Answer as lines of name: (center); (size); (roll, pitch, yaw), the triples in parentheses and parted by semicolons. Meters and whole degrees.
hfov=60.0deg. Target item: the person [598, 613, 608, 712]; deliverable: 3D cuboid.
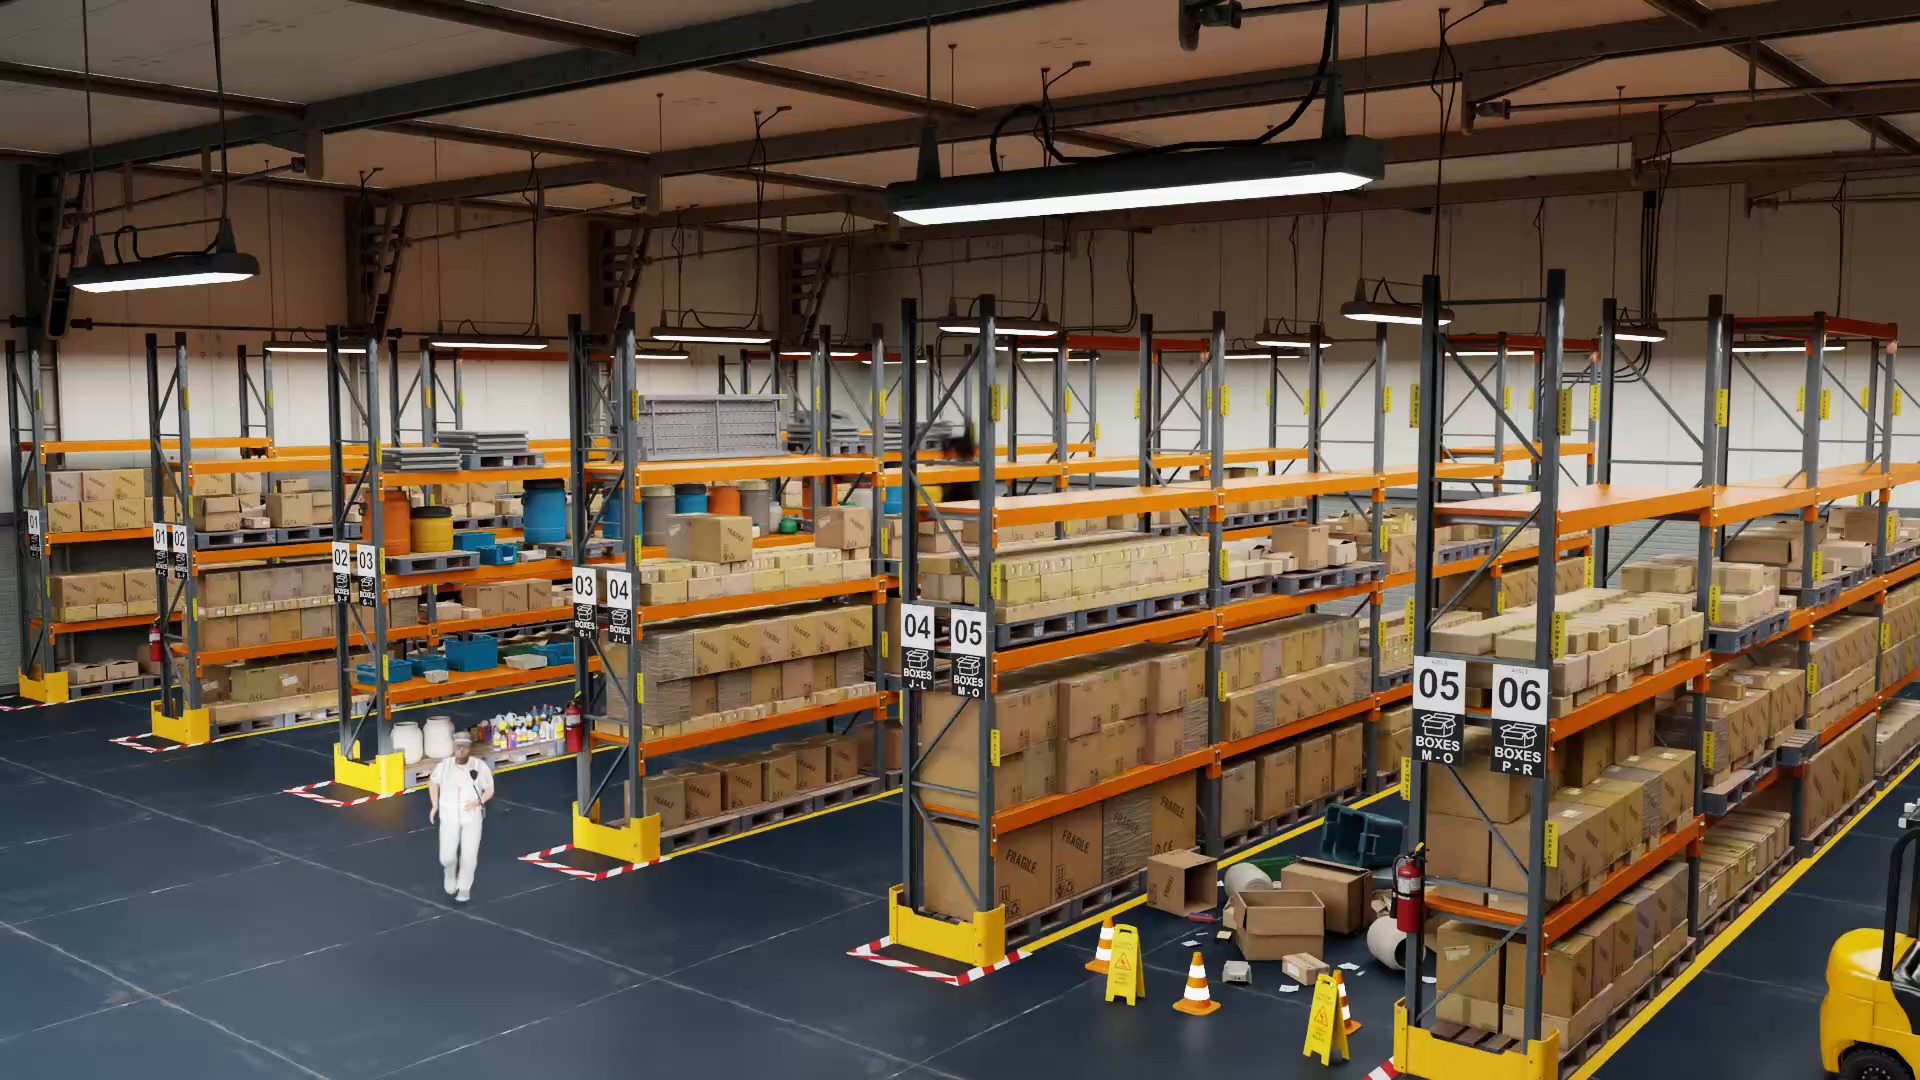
person: (-5.605, 1.951, 26.916); (0.575, 1.615, 0.589); (3, 6, 33)

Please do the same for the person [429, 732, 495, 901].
person: (-5.023, 2.794, 16.739); (0.655, 1.741, 0.591); (-1, 5, -12)
